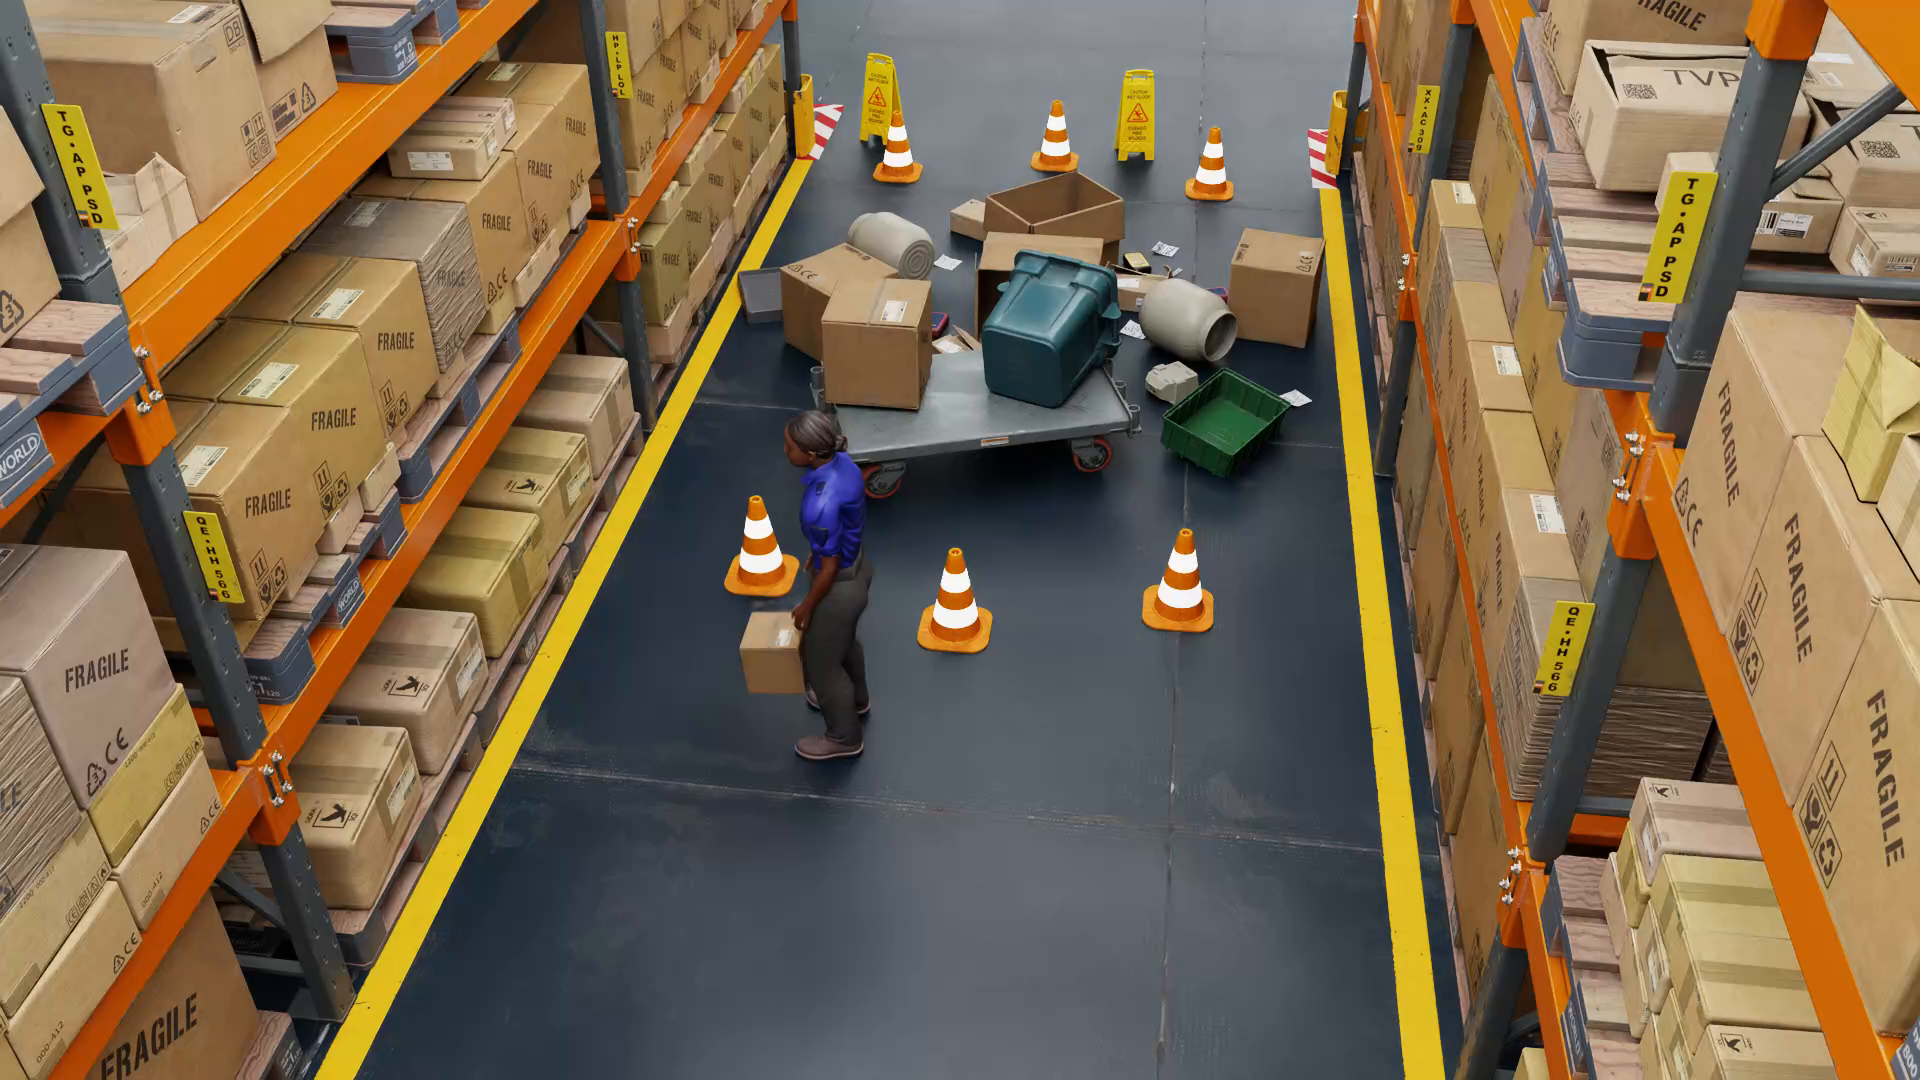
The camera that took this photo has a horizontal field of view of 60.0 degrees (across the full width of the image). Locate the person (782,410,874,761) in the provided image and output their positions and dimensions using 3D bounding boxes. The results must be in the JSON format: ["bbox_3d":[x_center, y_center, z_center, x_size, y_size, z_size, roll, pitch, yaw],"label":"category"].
[{"bbox_3d":[-0.532,0.174,6.802,0.344,1.658,0.497,3,36,5],"label":"person"}]
